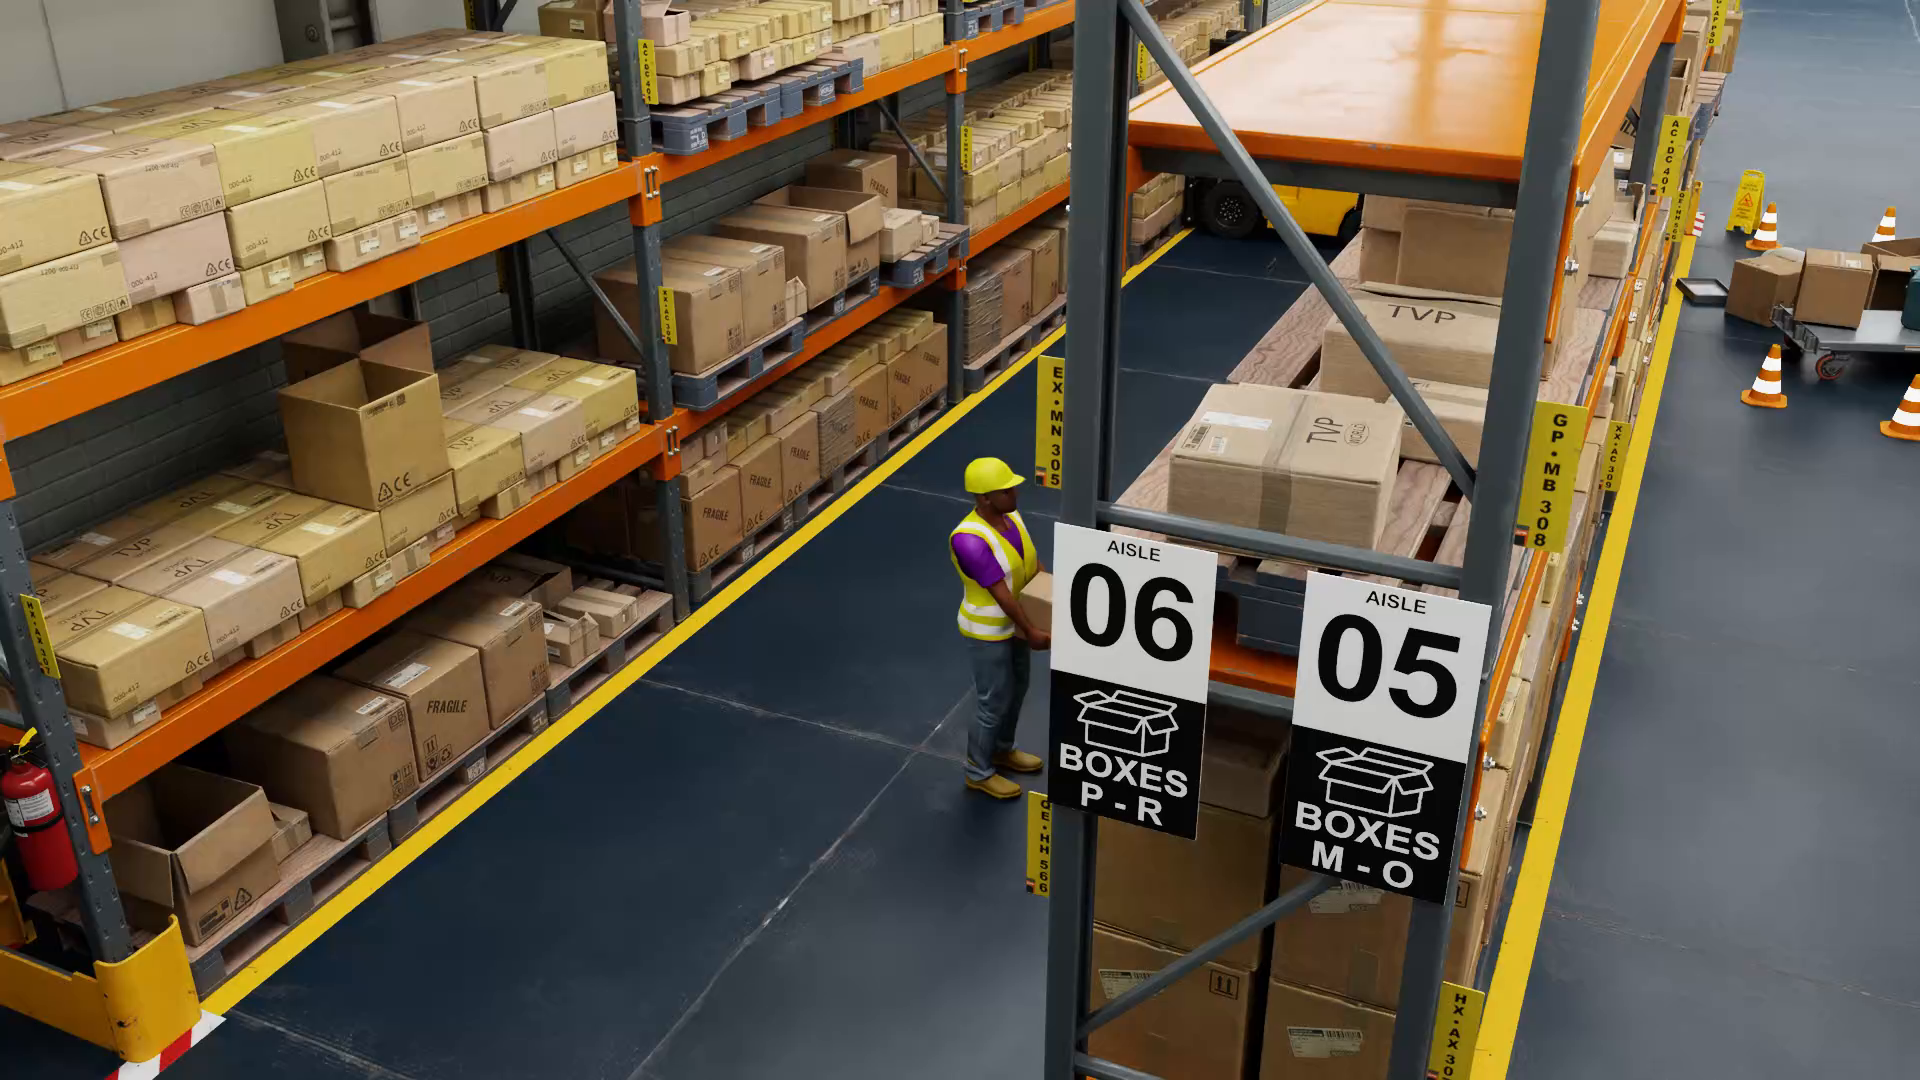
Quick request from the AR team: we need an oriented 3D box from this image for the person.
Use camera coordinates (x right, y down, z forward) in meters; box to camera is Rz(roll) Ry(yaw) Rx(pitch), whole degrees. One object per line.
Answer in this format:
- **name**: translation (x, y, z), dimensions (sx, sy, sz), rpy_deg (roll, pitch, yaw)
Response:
- **person**: translation (0.280, 0.439, 8.192), dimensions (0.586, 1.760, 0.503), rpy_deg (12, 28, 23)
